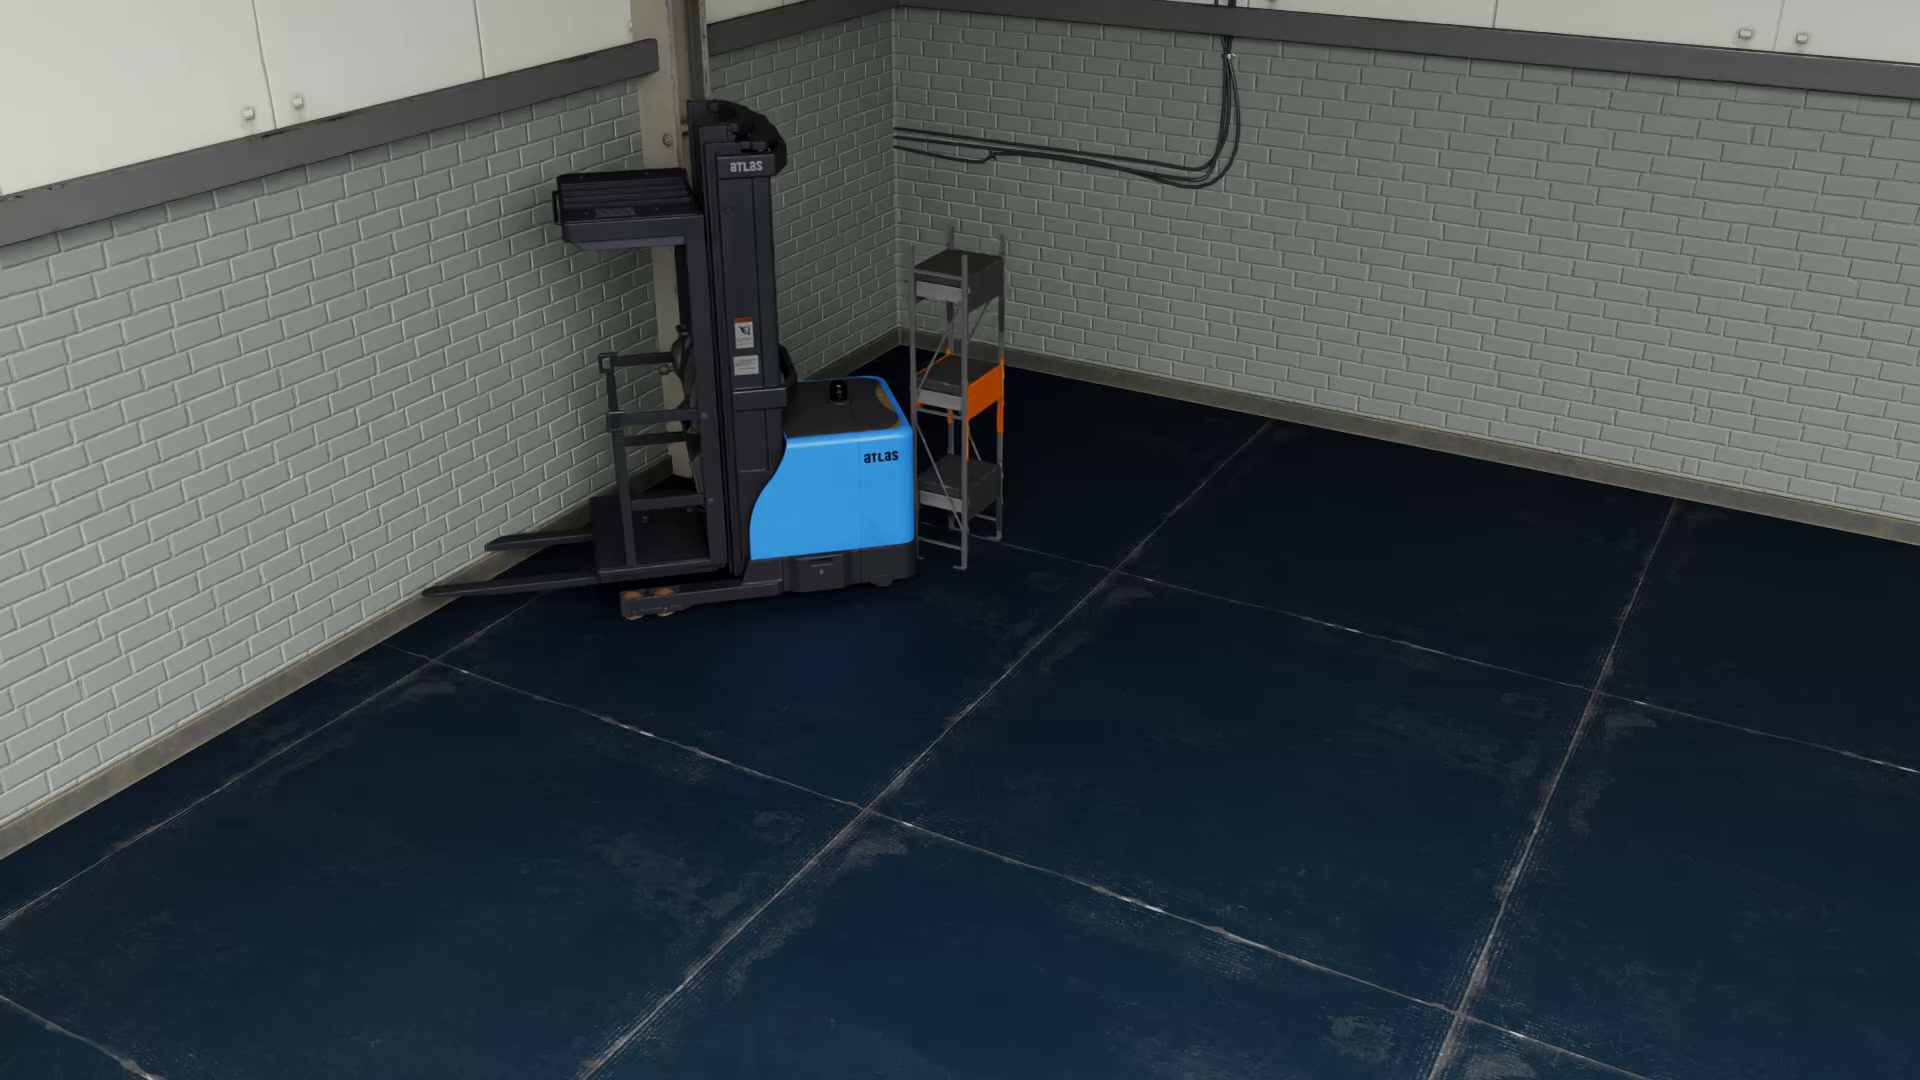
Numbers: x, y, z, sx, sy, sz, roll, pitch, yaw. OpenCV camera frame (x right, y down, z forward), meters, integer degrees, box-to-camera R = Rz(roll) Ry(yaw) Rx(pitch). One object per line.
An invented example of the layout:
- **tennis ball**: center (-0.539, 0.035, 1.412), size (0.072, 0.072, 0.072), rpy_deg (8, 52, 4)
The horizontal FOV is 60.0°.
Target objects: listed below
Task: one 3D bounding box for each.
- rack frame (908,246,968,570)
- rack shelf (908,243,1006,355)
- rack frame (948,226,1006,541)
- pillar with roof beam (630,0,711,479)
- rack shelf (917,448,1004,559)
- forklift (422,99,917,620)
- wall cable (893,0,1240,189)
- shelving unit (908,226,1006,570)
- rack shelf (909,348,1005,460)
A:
- **rack frame**: center (-0.132, -0.788, 10.398), size (0.400, 2.100, 0.015), rpy_deg (14, 30, 25)
- **rack shelf**: center (-0.015, -1.497, 10.282), size (0.431, 0.518, 0.480), rpy_deg (14, 30, 25)
- **rack frame**: center (0.102, -0.979, 10.781), size (0.400, 2.100, 0.015), rpy_deg (14, 30, 25)
- **pillar with roof beam**: center (1.857, -3.607, 8.322), size (9.100, 9.000, 0.400), rpy_deg (14, 30, 26)
- **rack shelf**: center (-0.015, -0.245, 10.909), size (0.431, 0.518, 0.480), rpy_deg (14, 30, 25)
- **forklift**: center (-1.846, -1.083, 10.060), size (3.031, 2.935, 1.130), rpy_deg (-6, 27, -12)
- **wall cable**: center (0.709, -4.023, 12.623), size (3.097, 2.526, 0.112), rpy_deg (14, 30, 26)
- **shelving unit**: center (-0.015, -0.884, 10.589), size (0.431, 2.100, 0.503), rpy_deg (14, 30, 25)
- **rack shelf**: center (-0.015, -0.871, 10.595), size (0.431, 0.518, 0.480), rpy_deg (14, 30, 25)
